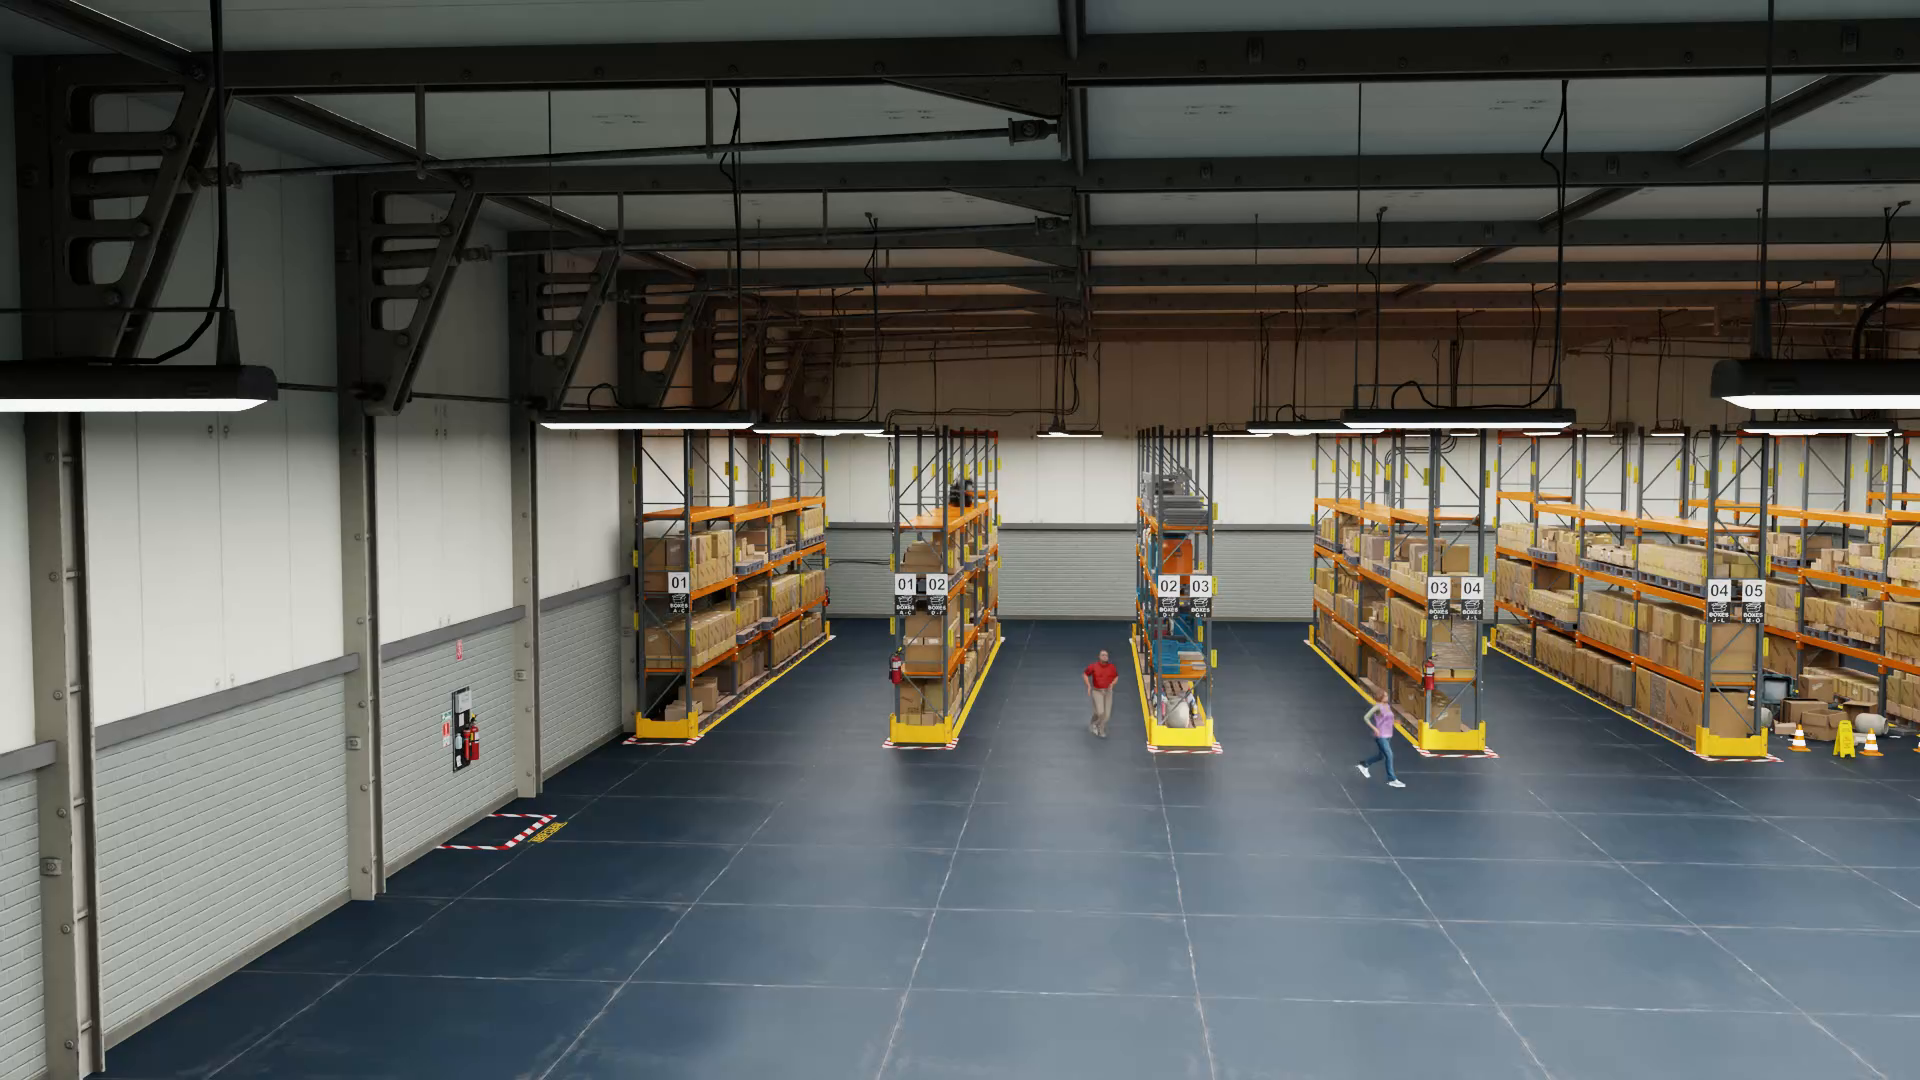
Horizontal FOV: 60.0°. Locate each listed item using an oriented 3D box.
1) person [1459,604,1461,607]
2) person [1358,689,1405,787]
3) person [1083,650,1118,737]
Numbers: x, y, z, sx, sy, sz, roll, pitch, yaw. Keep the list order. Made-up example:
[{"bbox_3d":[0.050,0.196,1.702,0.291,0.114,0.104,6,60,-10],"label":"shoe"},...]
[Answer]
[{"bbox_3d":[13.237,2.202,43.174,0.647,1.772,0.959,0,3,6],"label":"person"},{"bbox_3d":[6.971,3.254,27.512,0.889,1.576,0.542,3,4,40],"label":"person"},{"bbox_3d":[2.743,2.997,31.926,0.648,1.600,0.587,-1,4,-13],"label":"person"}]
